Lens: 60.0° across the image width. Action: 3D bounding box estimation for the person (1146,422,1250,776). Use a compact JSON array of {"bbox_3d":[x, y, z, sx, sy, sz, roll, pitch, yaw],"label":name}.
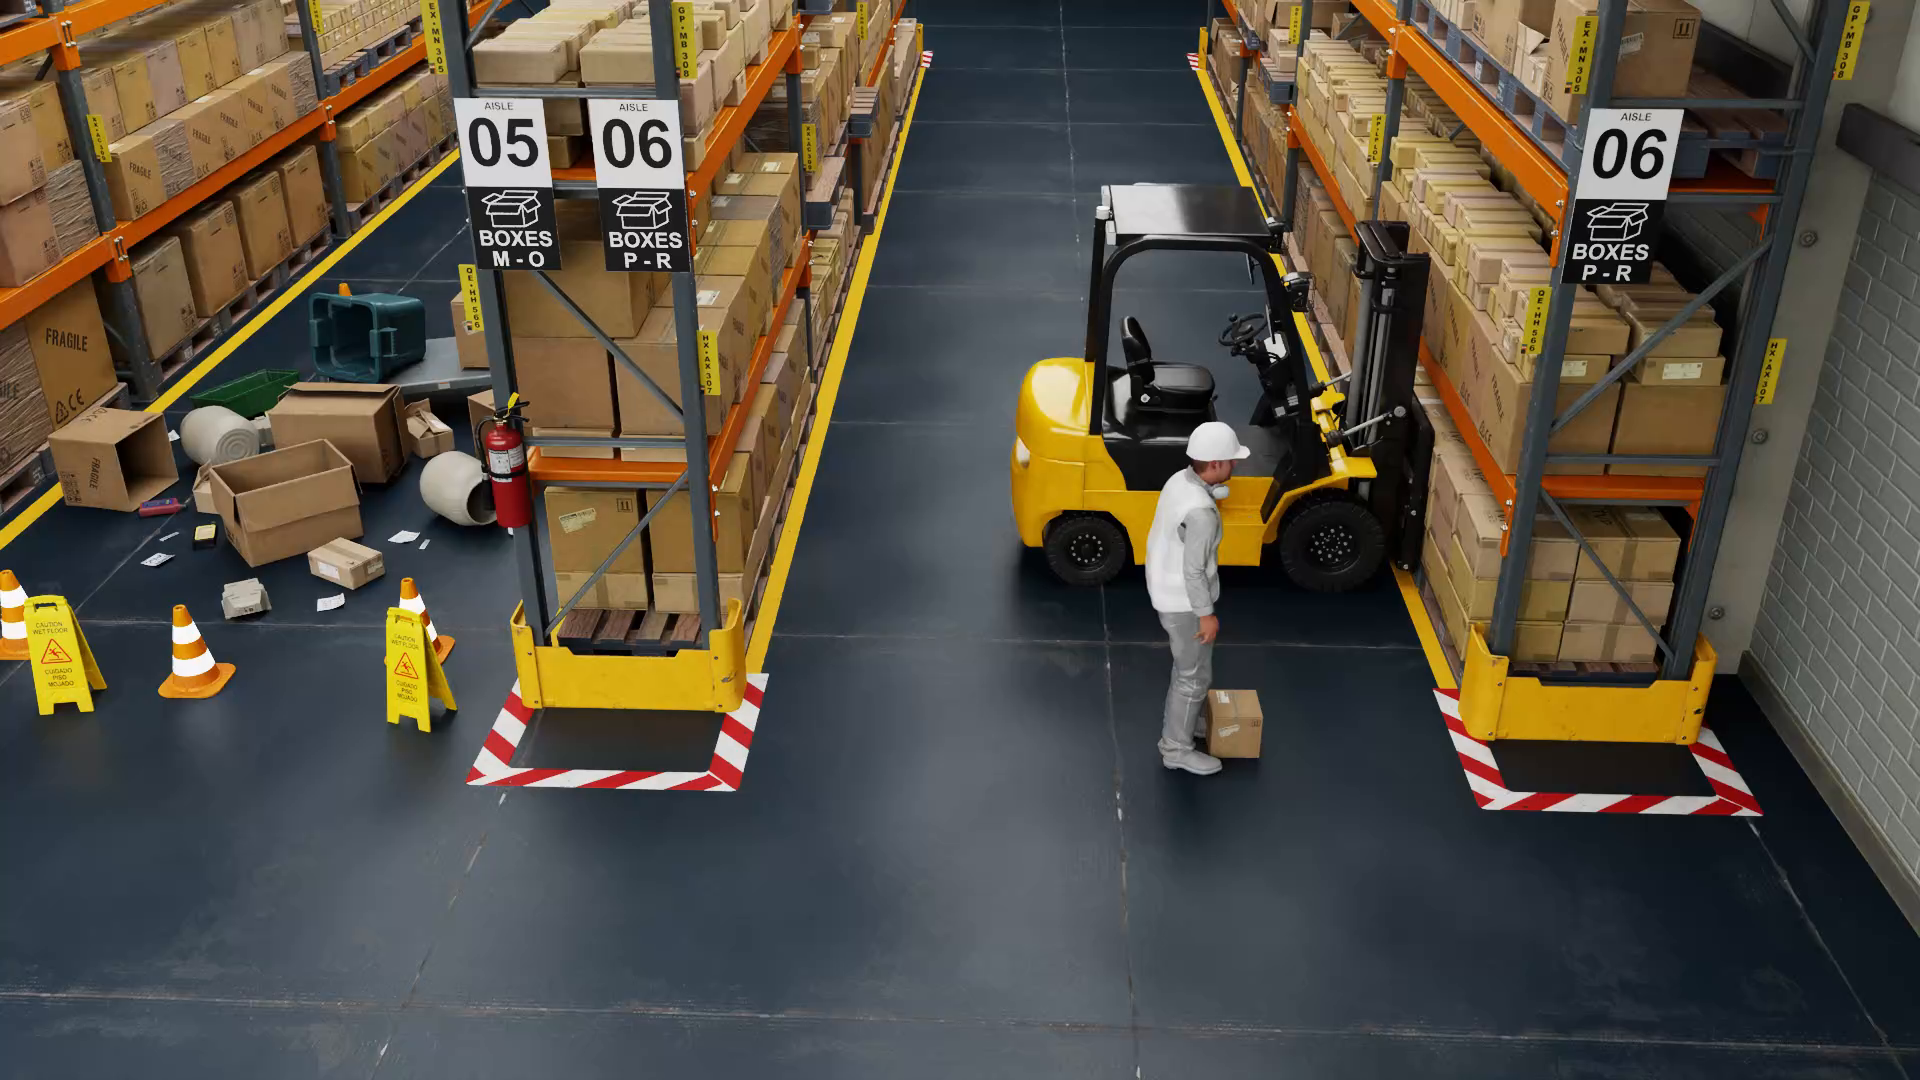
[{"bbox_3d":[1.134,0.254,8.108,0.467,1.773,0.593,0,28,-1],"label":"person"}]
